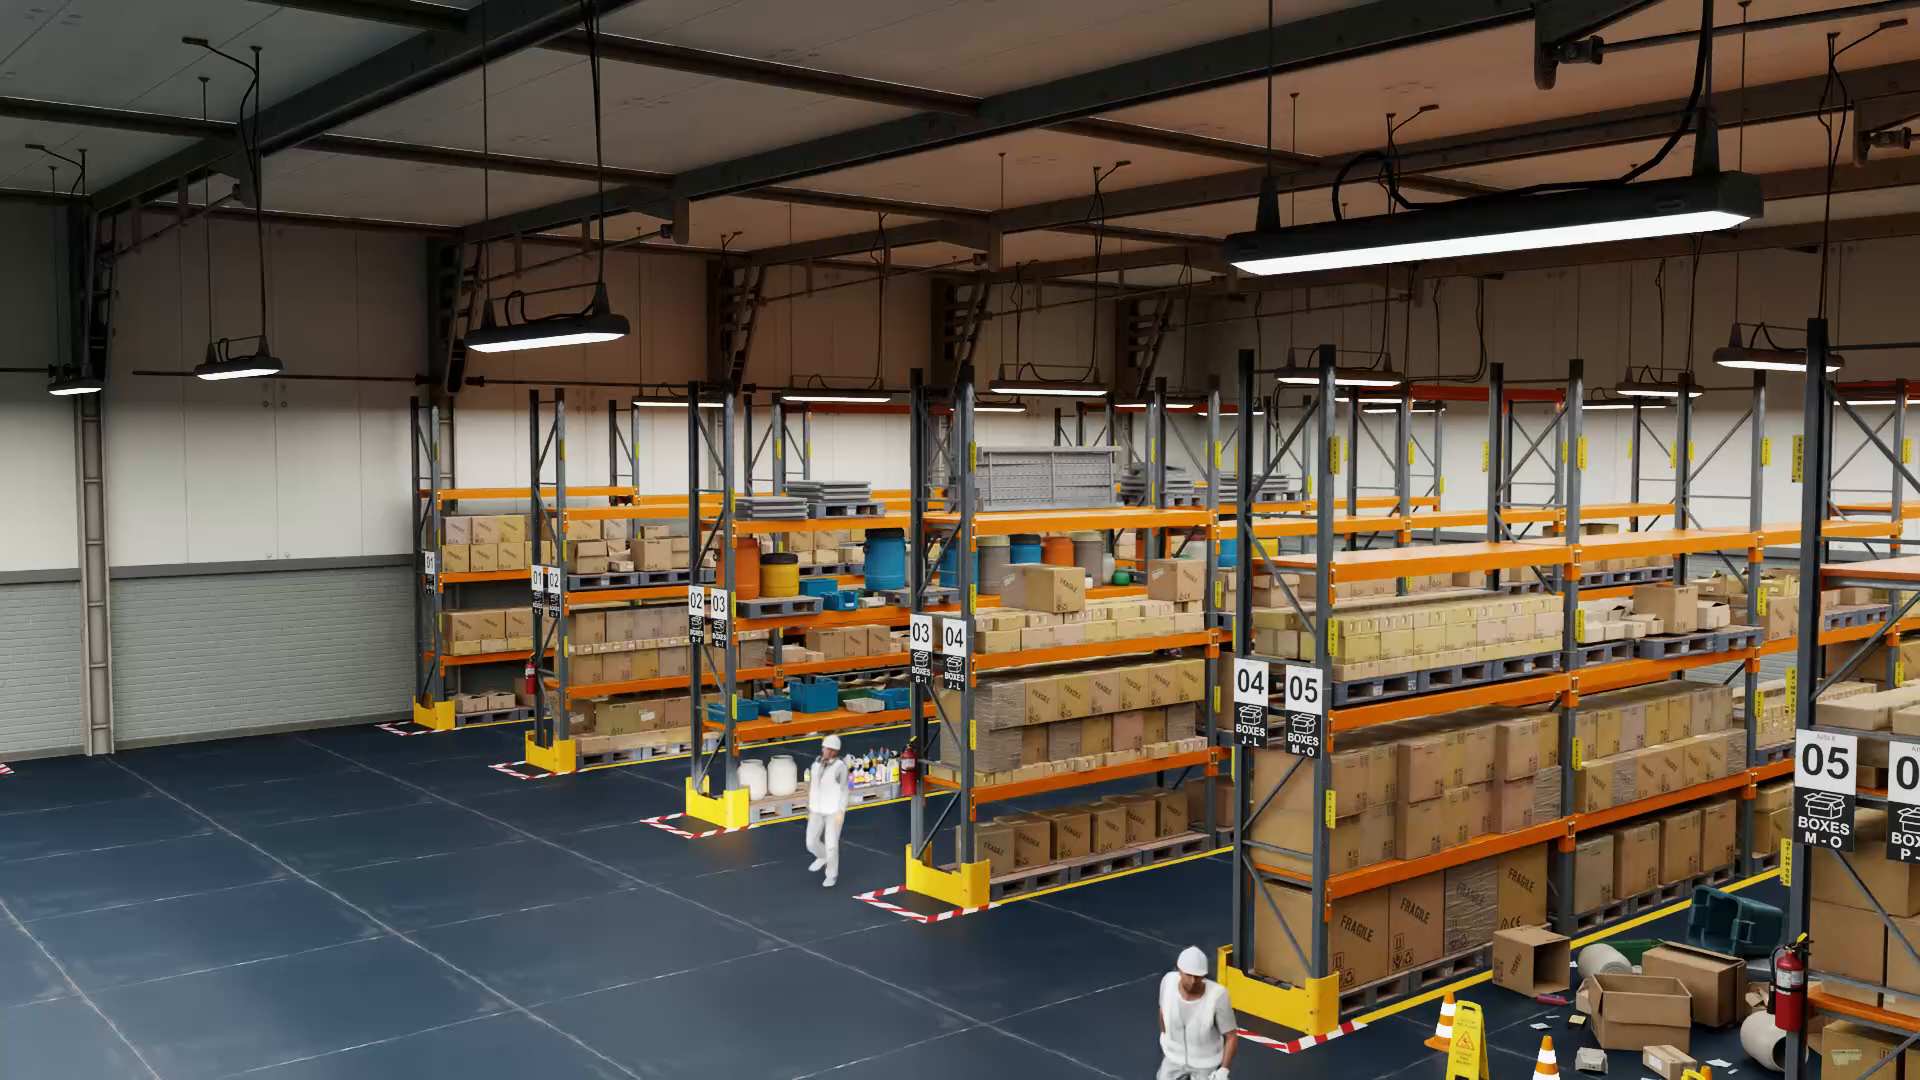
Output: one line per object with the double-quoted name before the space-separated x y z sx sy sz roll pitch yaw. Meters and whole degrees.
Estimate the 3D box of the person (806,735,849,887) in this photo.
"person" -1.537 3.136 19.390 0.649 1.749 0.575 2 4 25

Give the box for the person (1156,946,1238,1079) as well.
"person" 1.623 3.615 11.555 0.659 1.683 0.666 2 4 27
